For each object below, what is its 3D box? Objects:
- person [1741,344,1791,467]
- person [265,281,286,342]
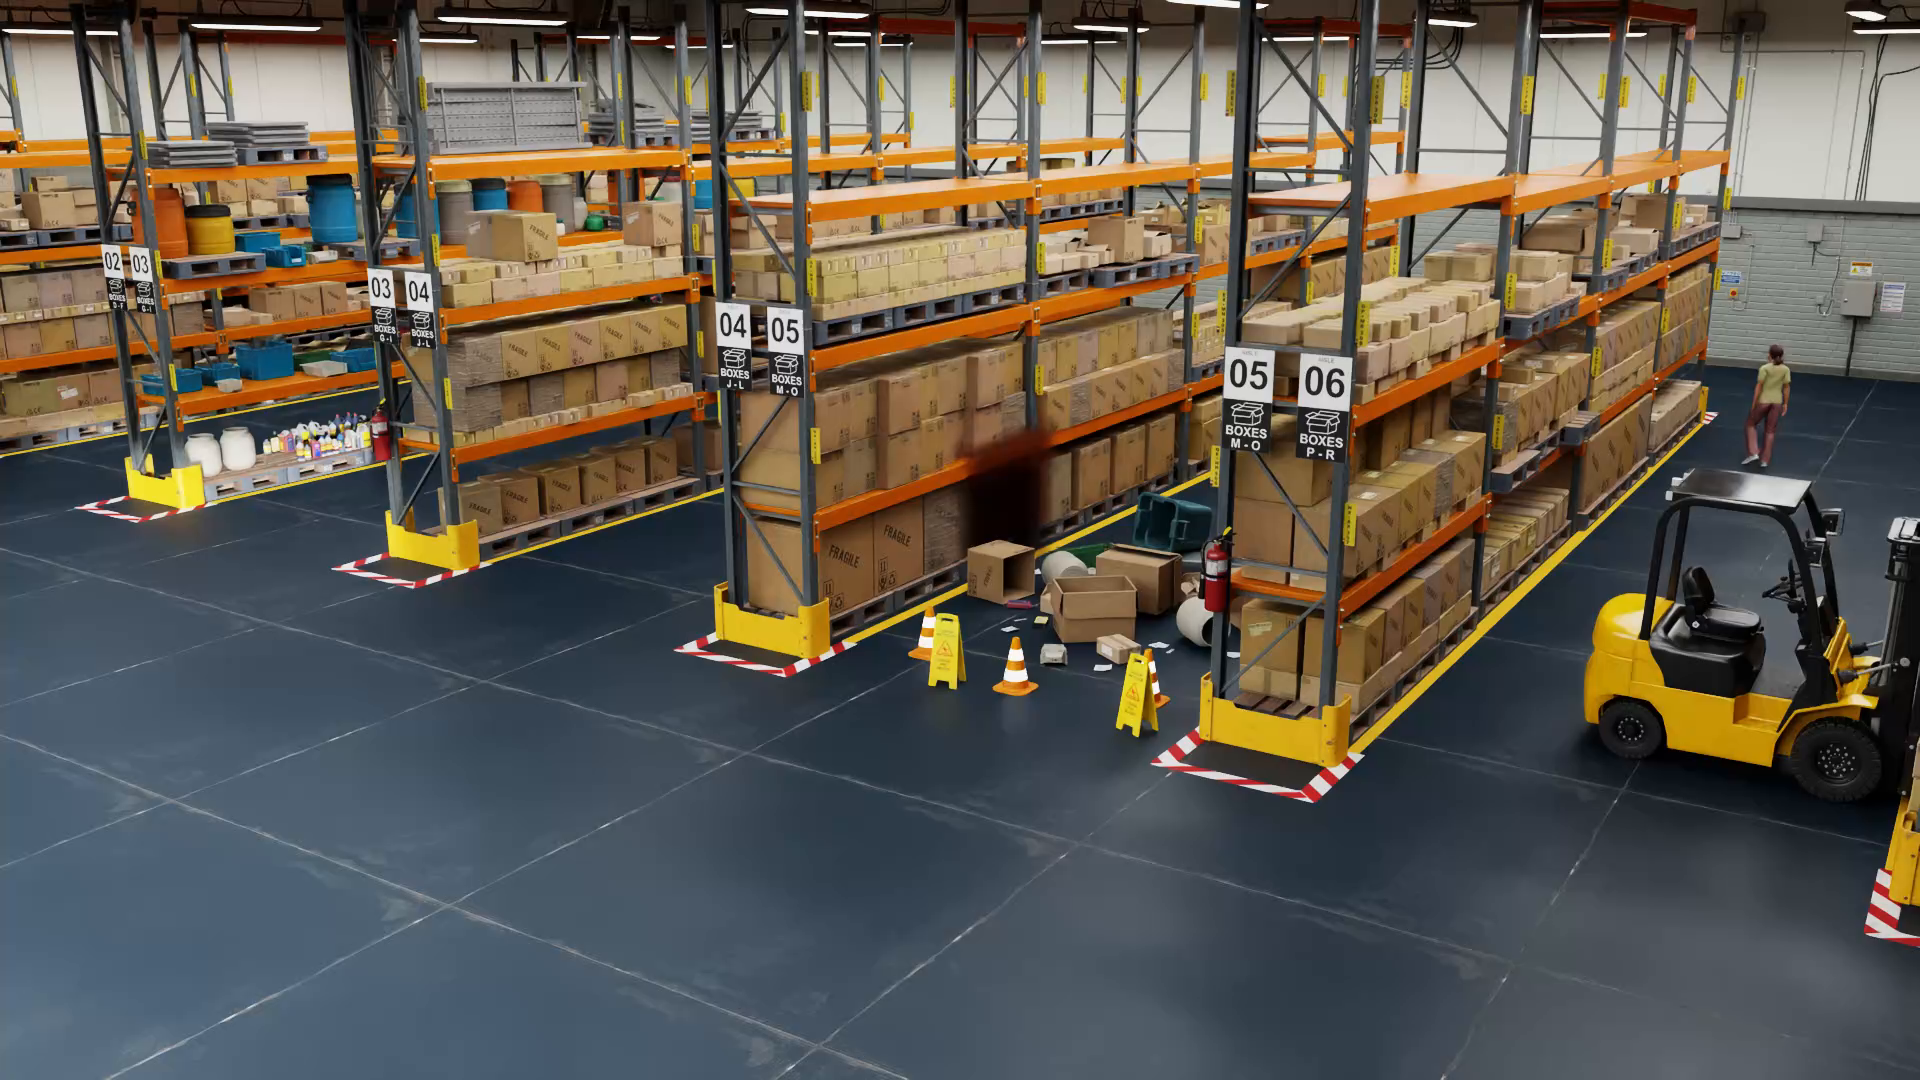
[{"bbox_3d":[11.035,-1.825,22.712,0.486,1.697,0.388,1,16,5],"label":"person"},{"bbox_3d":[-12.924,-4.167,31.187,0.419,1.581,0.444,-11,19,-34],"label":"person"}]
